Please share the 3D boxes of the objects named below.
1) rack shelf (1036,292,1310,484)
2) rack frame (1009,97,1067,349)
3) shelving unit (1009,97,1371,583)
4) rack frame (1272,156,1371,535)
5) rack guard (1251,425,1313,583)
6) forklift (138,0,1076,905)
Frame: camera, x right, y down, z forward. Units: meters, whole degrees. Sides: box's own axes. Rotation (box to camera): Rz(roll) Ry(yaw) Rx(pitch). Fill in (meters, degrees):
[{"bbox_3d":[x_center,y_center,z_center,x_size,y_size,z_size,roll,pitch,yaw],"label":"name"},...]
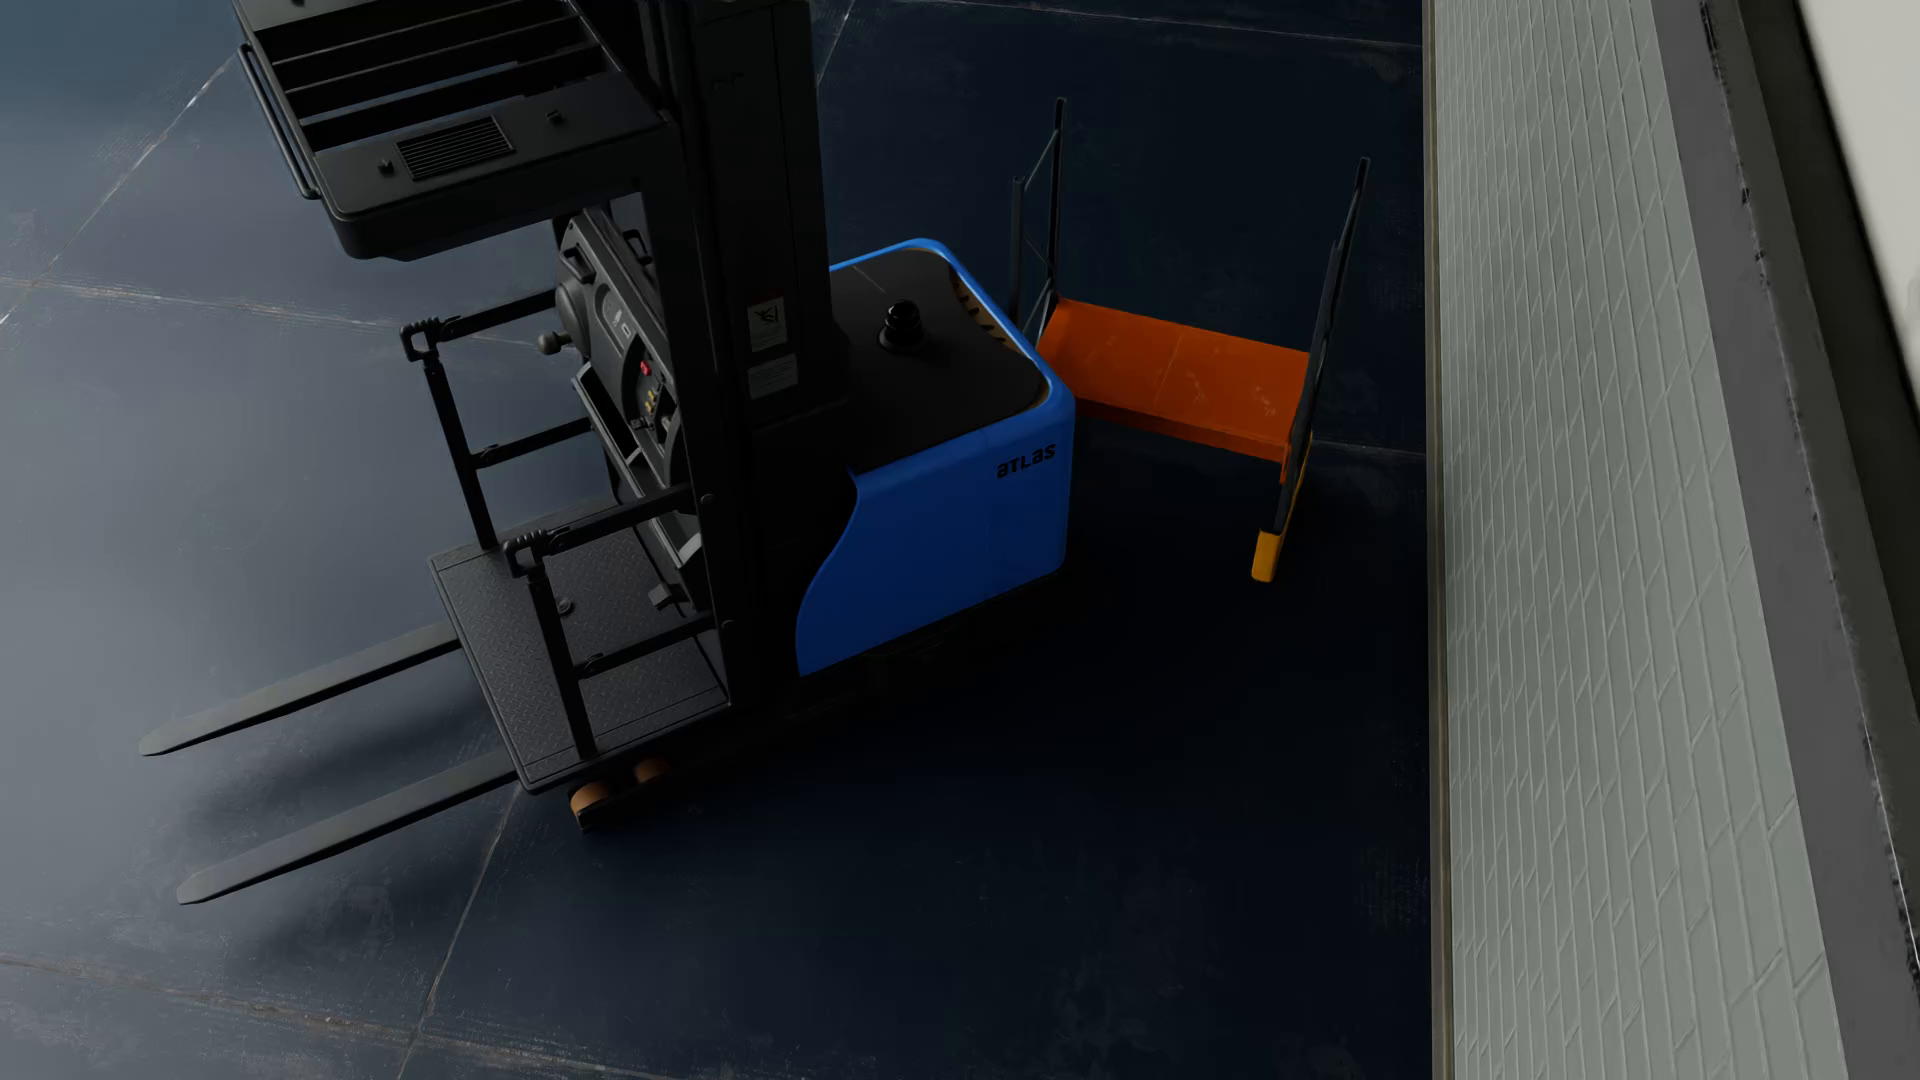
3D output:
[{"bbox_3d":[0.742,-0.557,5.984,1.000,0.185,0.538,15,50,13],"label":"rack shelf"},{"bbox_3d":[0.262,-0.803,5.963,0.032,1.500,0.500,15,50,13],"label":"rack frame"},{"bbox_3d":[0.733,-0.680,5.853,1.083,1.500,0.587,15,50,13],"label":"shelving unit"},{"bbox_3d":[1.221,-0.552,5.738,0.032,1.500,0.500,15,50,13],"label":"rack frame"},{"bbox_3d":[1.203,-0.139,6.207,0.087,0.250,0.587,15,50,13],"label":"rack guard"},{"bbox_3d":[-1.162,-0.495,4.724,3.031,2.935,1.130,-22,52,-19],"label":"forklift"}]
